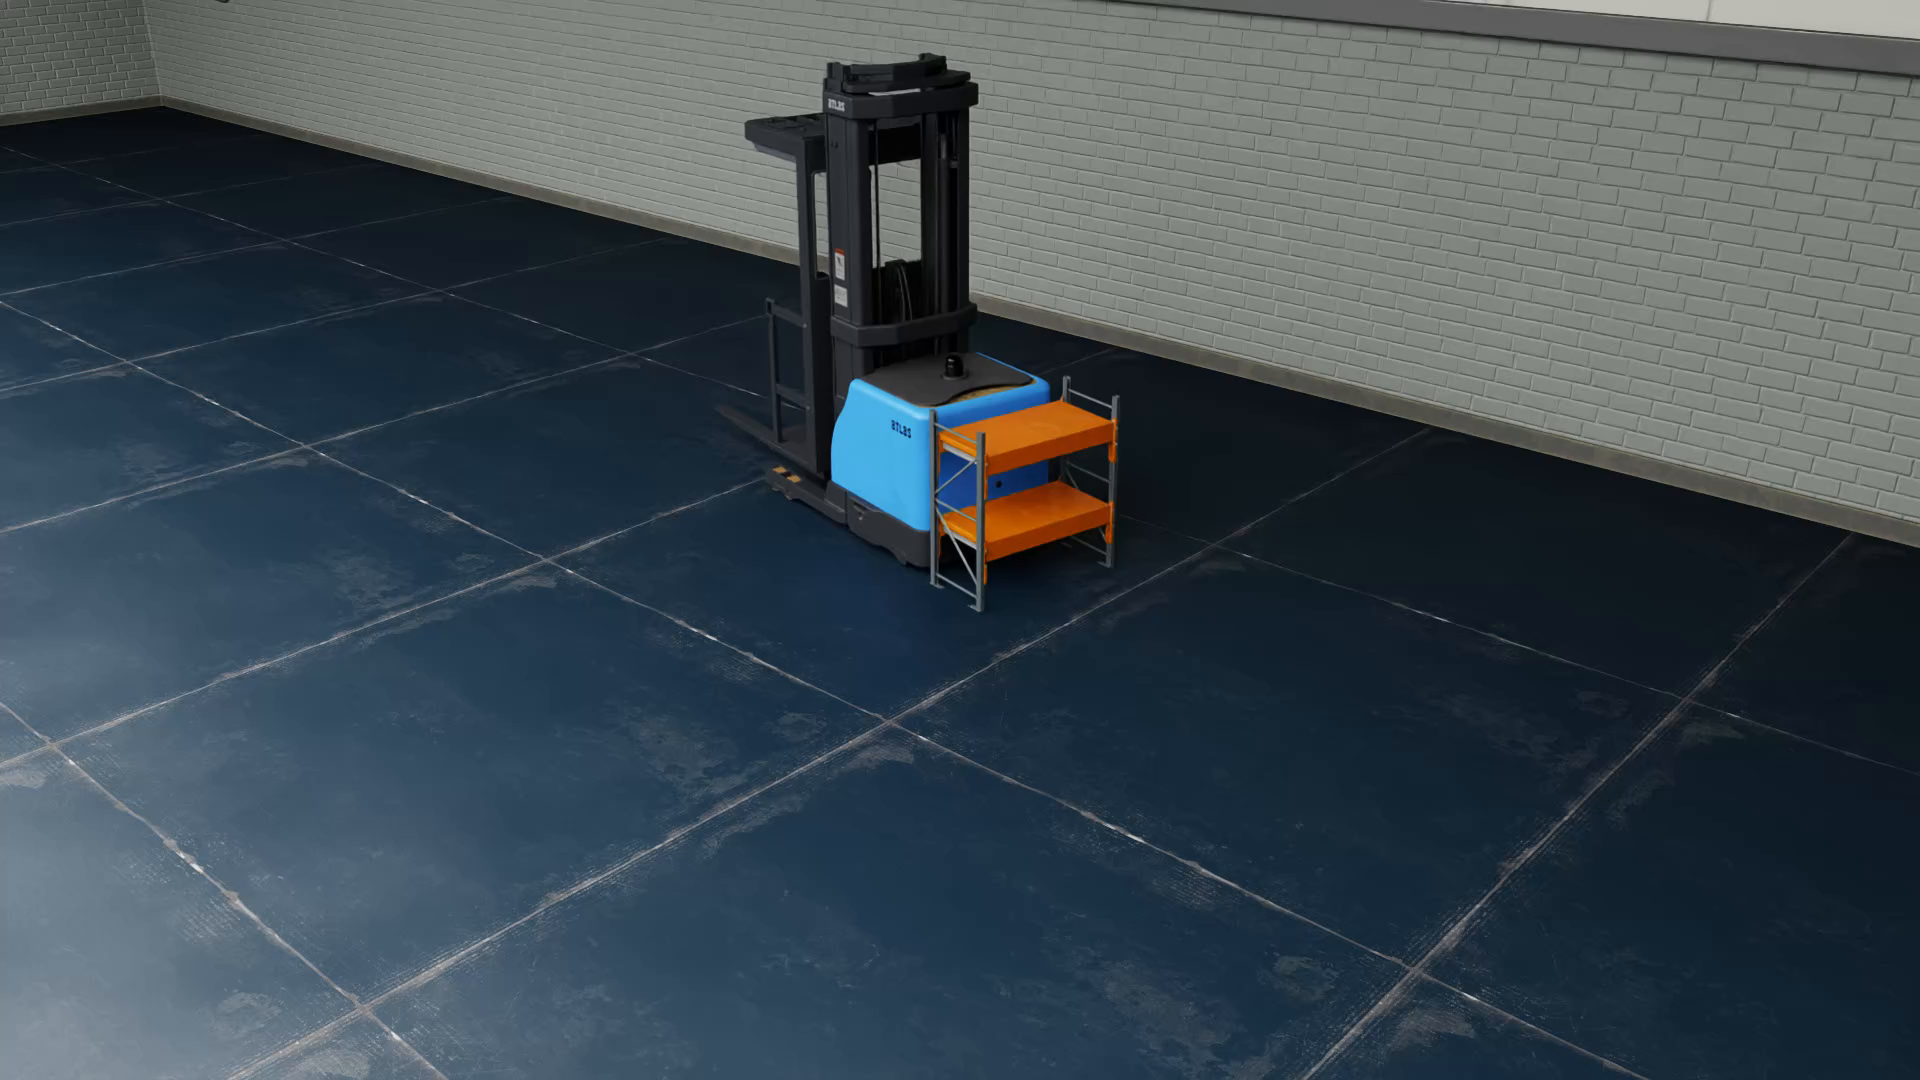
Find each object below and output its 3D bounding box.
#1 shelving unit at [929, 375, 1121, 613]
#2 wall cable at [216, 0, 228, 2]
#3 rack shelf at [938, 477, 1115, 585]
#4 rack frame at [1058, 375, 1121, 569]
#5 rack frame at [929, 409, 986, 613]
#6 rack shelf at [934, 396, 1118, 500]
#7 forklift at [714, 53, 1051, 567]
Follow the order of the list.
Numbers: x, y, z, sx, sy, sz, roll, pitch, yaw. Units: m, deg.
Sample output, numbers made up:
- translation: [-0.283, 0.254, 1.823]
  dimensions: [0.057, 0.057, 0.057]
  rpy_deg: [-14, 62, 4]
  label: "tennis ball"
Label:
- translation: [0.389, -0.292, 10.027]
  dimensions: [1.048, 1.125, 0.538]
  rpy_deg: [-17, 29, -33]
  label: "shelving unit"
- translation: [-11.295, -9.016, 23.655]
  dimensions: [3.097, 2.526, 0.112]
  rpy_deg: [20, 31, 38]
  label: "wall cable"
- translation: [0.389, -0.069, 10.127]
  dimensions: [1.000, 0.278, 0.538]
  rpy_deg: [-17, 29, -33]
  label: "rack shelf"
- translation: [0.795, -0.417, 10.306]
  dimensions: [0.032, 1.125, 0.500]
  rpy_deg: [-17, 29, -33]
  label: "rack frame"
- translation: [-0.018, -0.168, 9.749]
  dimensions: [0.032, 1.125, 0.500]
  rpy_deg: [-17, 29, -33]
  label: "rack frame"
- translation: [0.389, -0.560, 9.908]
  dimensions: [1.000, 0.278, 0.538]
  rpy_deg: [-17, 29, -33]
  label: "rack shelf"
- translation: [-0.687, -1.713, 10.989]
  dimensions: [1.130, 2.935, 3.031]
  rpy_deg: [-16, 29, -32]
  label: "forklift"
